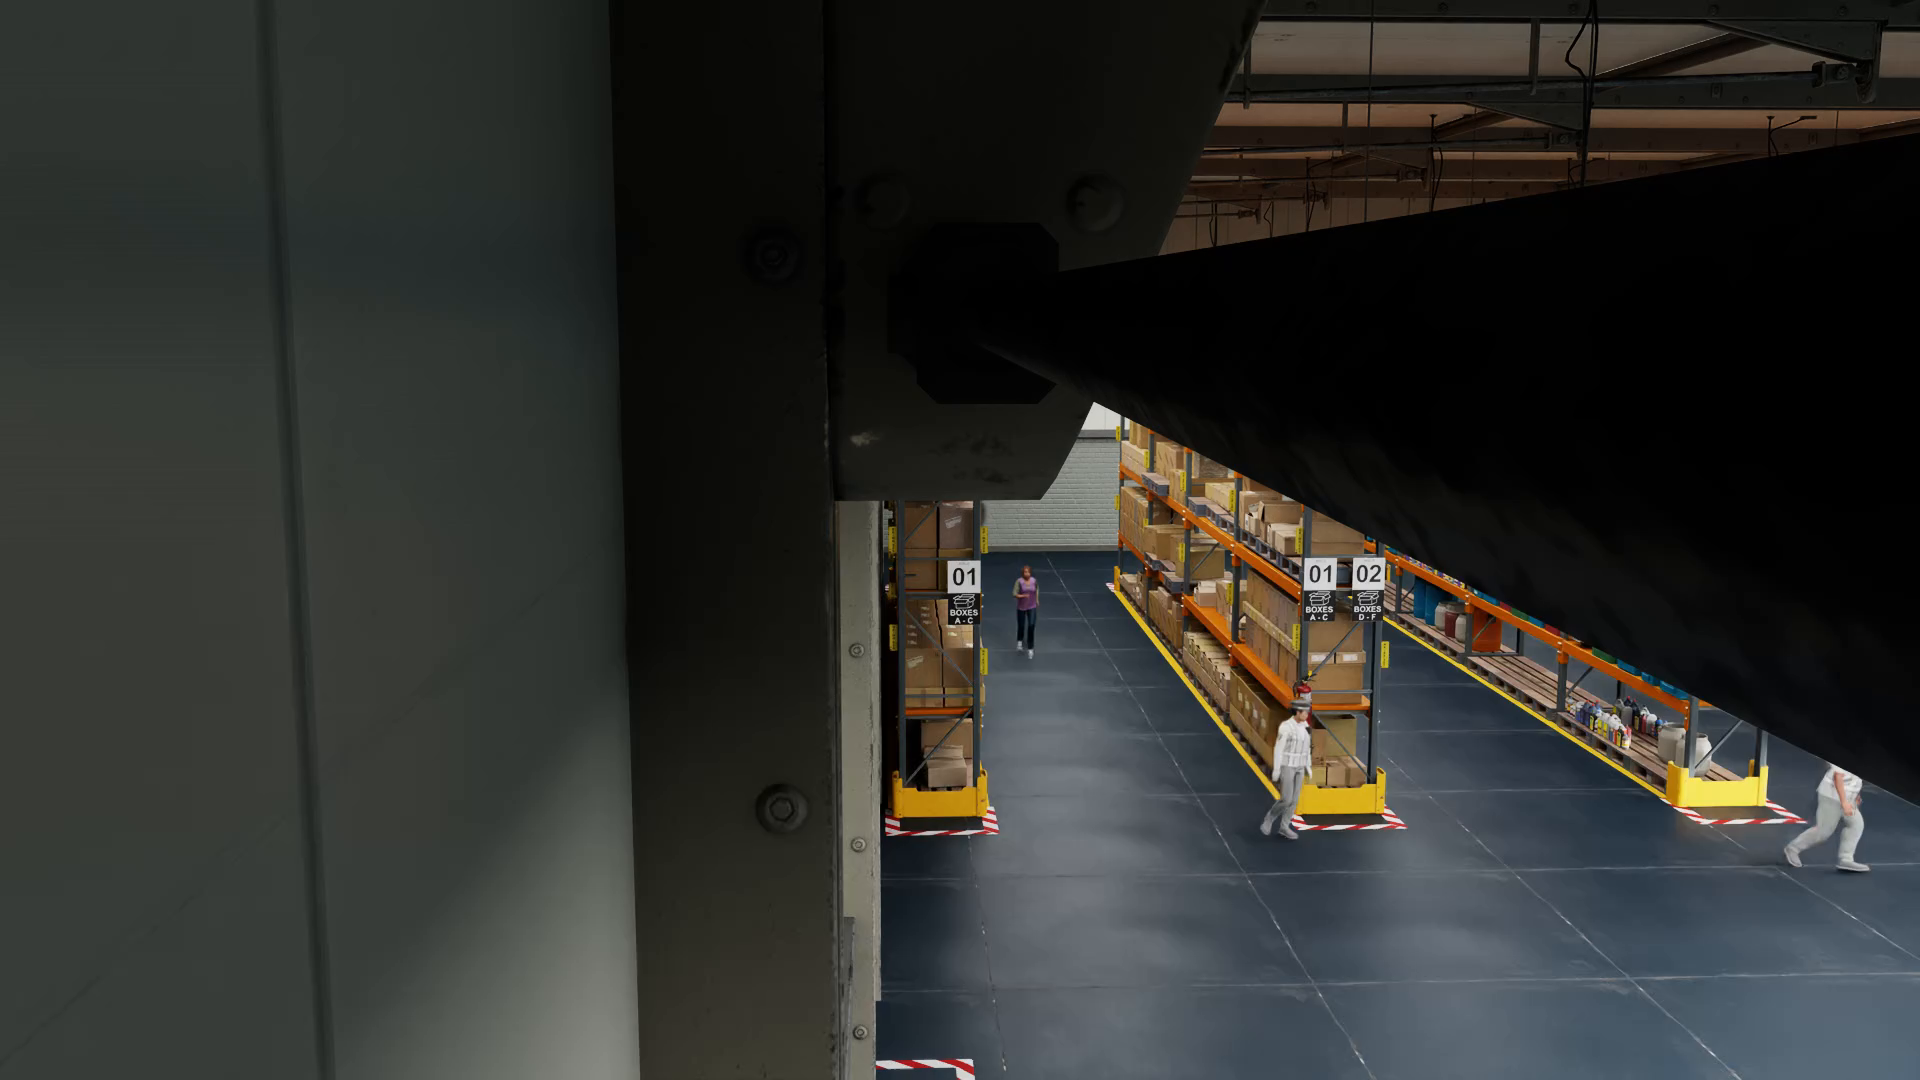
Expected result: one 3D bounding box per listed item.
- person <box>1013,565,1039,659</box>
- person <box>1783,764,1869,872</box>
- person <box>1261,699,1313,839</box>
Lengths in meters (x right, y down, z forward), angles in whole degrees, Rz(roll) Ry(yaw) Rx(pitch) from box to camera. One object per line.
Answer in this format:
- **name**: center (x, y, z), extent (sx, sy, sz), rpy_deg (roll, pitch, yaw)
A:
- **person**: center (1.176, 1.247, 29.758), extent (0.521, 1.626, 0.809), rpy_deg (-1, 8, -8)
- **person**: center (9.747, 2.834, 18.603), extent (0.856, 1.688, 0.731), rpy_deg (6, 10, 36)
- **person**: center (3.876, 2.687, 19.627), extent (0.610, 1.656, 0.444), rpy_deg (-6, 10, -35)
